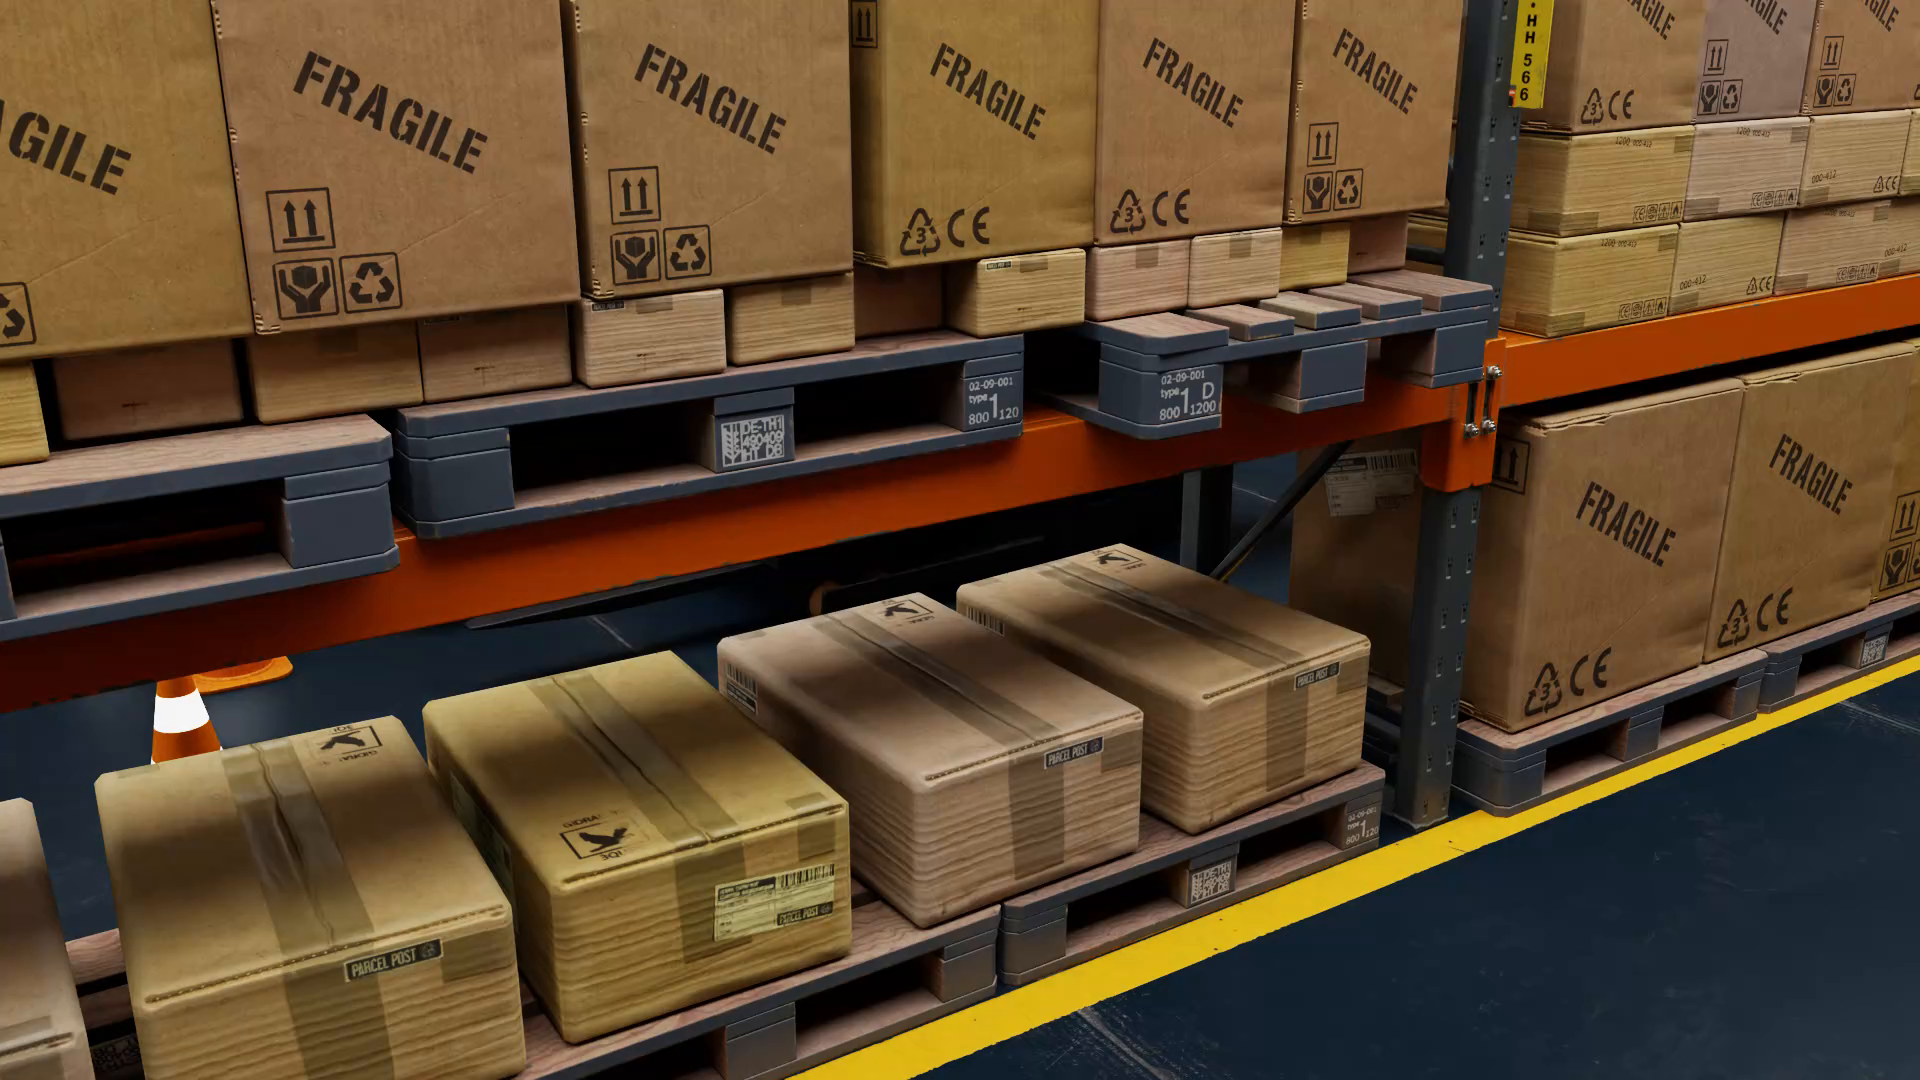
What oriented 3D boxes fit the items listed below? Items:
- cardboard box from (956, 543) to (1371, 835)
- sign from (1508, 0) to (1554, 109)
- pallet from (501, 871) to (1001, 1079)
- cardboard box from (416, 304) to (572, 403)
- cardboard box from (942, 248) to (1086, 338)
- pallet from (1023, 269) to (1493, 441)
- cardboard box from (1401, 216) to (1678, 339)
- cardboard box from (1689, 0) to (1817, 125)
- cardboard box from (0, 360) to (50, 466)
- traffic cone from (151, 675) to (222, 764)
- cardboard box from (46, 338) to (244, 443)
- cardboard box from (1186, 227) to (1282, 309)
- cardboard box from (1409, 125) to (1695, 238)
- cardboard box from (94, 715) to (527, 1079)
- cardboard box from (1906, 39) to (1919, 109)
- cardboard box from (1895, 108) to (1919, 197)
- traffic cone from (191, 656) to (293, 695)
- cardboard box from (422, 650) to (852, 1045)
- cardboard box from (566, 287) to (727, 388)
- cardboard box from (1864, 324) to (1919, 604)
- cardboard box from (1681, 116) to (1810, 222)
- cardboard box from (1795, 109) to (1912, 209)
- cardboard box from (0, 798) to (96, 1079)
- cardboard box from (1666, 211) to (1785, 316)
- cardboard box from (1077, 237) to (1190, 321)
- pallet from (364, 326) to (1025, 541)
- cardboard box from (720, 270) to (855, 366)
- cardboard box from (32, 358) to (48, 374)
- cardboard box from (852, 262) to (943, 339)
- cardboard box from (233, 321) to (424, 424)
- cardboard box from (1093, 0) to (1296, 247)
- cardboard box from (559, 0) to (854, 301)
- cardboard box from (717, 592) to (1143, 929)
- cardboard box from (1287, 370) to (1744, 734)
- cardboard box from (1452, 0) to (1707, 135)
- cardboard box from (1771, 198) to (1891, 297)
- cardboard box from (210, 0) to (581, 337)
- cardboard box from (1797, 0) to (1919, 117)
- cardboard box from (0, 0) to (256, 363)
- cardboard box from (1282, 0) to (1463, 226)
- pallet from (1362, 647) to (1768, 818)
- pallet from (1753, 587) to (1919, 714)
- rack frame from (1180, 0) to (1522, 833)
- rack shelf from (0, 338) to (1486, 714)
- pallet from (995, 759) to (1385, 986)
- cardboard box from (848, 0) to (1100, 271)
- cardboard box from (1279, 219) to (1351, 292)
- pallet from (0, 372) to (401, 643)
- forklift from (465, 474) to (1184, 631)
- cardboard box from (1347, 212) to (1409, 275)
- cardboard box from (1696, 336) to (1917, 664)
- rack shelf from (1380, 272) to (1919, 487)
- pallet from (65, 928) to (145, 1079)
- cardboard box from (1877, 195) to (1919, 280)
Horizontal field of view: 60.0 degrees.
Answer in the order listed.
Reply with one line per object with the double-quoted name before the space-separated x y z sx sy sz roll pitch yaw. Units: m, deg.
"cardboard box" 0.516 0.359 4.446 0.625 0.372 0.950 -14 23 -35
"sign" 1.300 -1.151 3.782 0.005 0.325 0.100 -12 22 -31
"pallet" -0.678 0.888 3.788 1.213 0.211 1.003 -12 22 -31
"cardboard box" -0.859 -0.361 2.865 0.250 0.149 0.380 -12 22 -31
"cardboard box" 0.042 -0.525 3.352 0.250 0.149 0.380 -11 22 -30
"pallet" 0.457 -0.539 3.954 1.003 0.211 1.213 -12 22 -31
"cardboard box" 1.540 -0.731 4.459 0.500 0.250 0.500 -12 22 -32
"cardboard box" 1.949 -1.416 4.532 0.500 0.500 0.500 -12 22 -31
"cardboard box" -1.499 -0.213 2.429 0.250 0.149 0.380 -11 22 -30
"traffic cone" -2.082 0.530 4.455 0.334 0.463 0.336 -12 22 -31
"cardboard box" -1.304 -0.284 2.637 0.250 0.149 0.380 -10 21 -28
"cardboard box" 0.479 -0.620 3.631 0.250 0.149 0.380 -12 22 -32
"cardboard box" 1.552 -0.973 4.391 0.500 0.250 0.500 -12 22 -32
"cardboard box" -1.312 0.746 3.301 0.625 0.372 0.950 -10 21 -28
"cardboard box" 2.812 -1.591 5.050 0.500 0.500 0.500 -12 22 -31
"cardboard box" 2.838 -1.234 5.164 0.500 0.250 0.500 -11 22 -30
"traffic cone" -2.390 0.211 5.397 0.334 0.463 0.336 -12 22 -31
"cardboard box" -0.733 0.623 3.665 0.625 0.372 0.950 -11 22 -30
"cardboard box" -0.608 -0.394 2.963 0.250 0.149 0.380 -11 22 -29
"cardboard box" 3.110 -0.389 5.873 0.875 0.875 0.875 -11 22 -30
"cardboard box" 1.984 -1.063 4.660 0.500 0.250 0.500 -11 22 -30
"cardboard box" 2.408 -1.148 4.910 0.500 0.250 0.500 -12 22 -32
"cardboard box" -1.911 0.874 2.924 0.625 0.372 0.950 -12 22 -31
"cardboard box" 1.959 -0.827 4.740 0.500 0.250 0.500 -13 22 -33
"cardboard box" 0.264 -0.578 3.506 0.250 0.149 0.380 -13 23 -34
"pallet" -0.638 -0.333 3.346 1.213 0.211 1.003 -12 22 -31
"cardboard box" -0.402 -0.449 3.125 0.250 0.149 0.380 -13 22 -33
"cardboard box" -1.644 -0.420 3.040 0.250 0.149 0.380 -12 22 -32
"cardboard box" -0.237 -0.515 3.321 0.250 0.149 0.380 -12 22 -31
"cardboard box" -1.066 -0.318 2.738 0.250 0.149 0.380 -12 22 -31
"cardboard box" 0.341 -0.922 3.513 0.500 0.500 0.500 -12 22 -32
"cardboard box" -0.537 -0.737 2.966 0.500 0.500 0.500 -13 23 -34
"cardboard box" -0.096 0.491 4.055 0.625 0.372 0.950 -12 22 -32
"cardboard box" 1.616 -0.075 4.946 0.875 0.875 0.875 -12 22 -32
"cardboard box" 1.540 -1.326 4.266 0.500 0.500 0.500 -13 22 -33
"cardboard box" 2.401 -0.917 5.009 0.500 0.250 0.500 -11 22 -30
"cardboard box" -0.960 -0.644 2.689 0.500 0.500 0.500 -12 22 -32
"cardboard box" 2.389 -1.503 4.790 0.500 0.500 0.500 -11 22 -30
"cardboard box" -1.380 -0.560 2.443 0.500 0.500 0.500 -12 22 -31
"cardboard box" 0.766 -1.016 3.791 0.500 0.500 0.500 -13 22 -33
"pallet" 1.693 0.419 5.177 1.213 0.211 1.003 -12 22 -31
"pallet" 2.711 0.205 5.808 1.213 0.211 1.003 -12 22 -31
"rack frame" 0.993 -0.784 4.379 0.127 3.000 1.000 -12 22 -31
"rack shelf" -0.677 -0.090 3.452 4.000 0.370 1.077 -12 22 -31
"pallet" 0.340 0.675 4.419 1.213 0.211 1.003 -12 22 -31
"cardboard box" -0.080 -0.833 3.249 0.500 0.500 0.500 -14 23 -35
"cardboard box" 0.665 -0.676 3.798 0.250 0.149 0.380 -12 22 -31
"pallet" -1.629 -0.084 2.609 1.213 0.211 1.003 -12 22 -31
"forklift" -0.509 -1.270 5.924 3.031 2.935 1.130 -13 23 -34
"cardboard box" 0.849 -0.743 3.995 0.250 0.149 0.380 -11 22 -29
"cardboard box" 2.363 -0.231 5.407 0.875 0.875 0.875 -12 22 -31
"rack shelf" 2.664 -0.795 5.536 4.000 0.370 1.077 -12 22 -31
"pallet" -1.698 1.104 3.148 1.213 0.211 1.003 -12 22 -31
"cardboard box" 2.811 -1.005 5.269 0.500 0.250 0.500 -12 22 -31
